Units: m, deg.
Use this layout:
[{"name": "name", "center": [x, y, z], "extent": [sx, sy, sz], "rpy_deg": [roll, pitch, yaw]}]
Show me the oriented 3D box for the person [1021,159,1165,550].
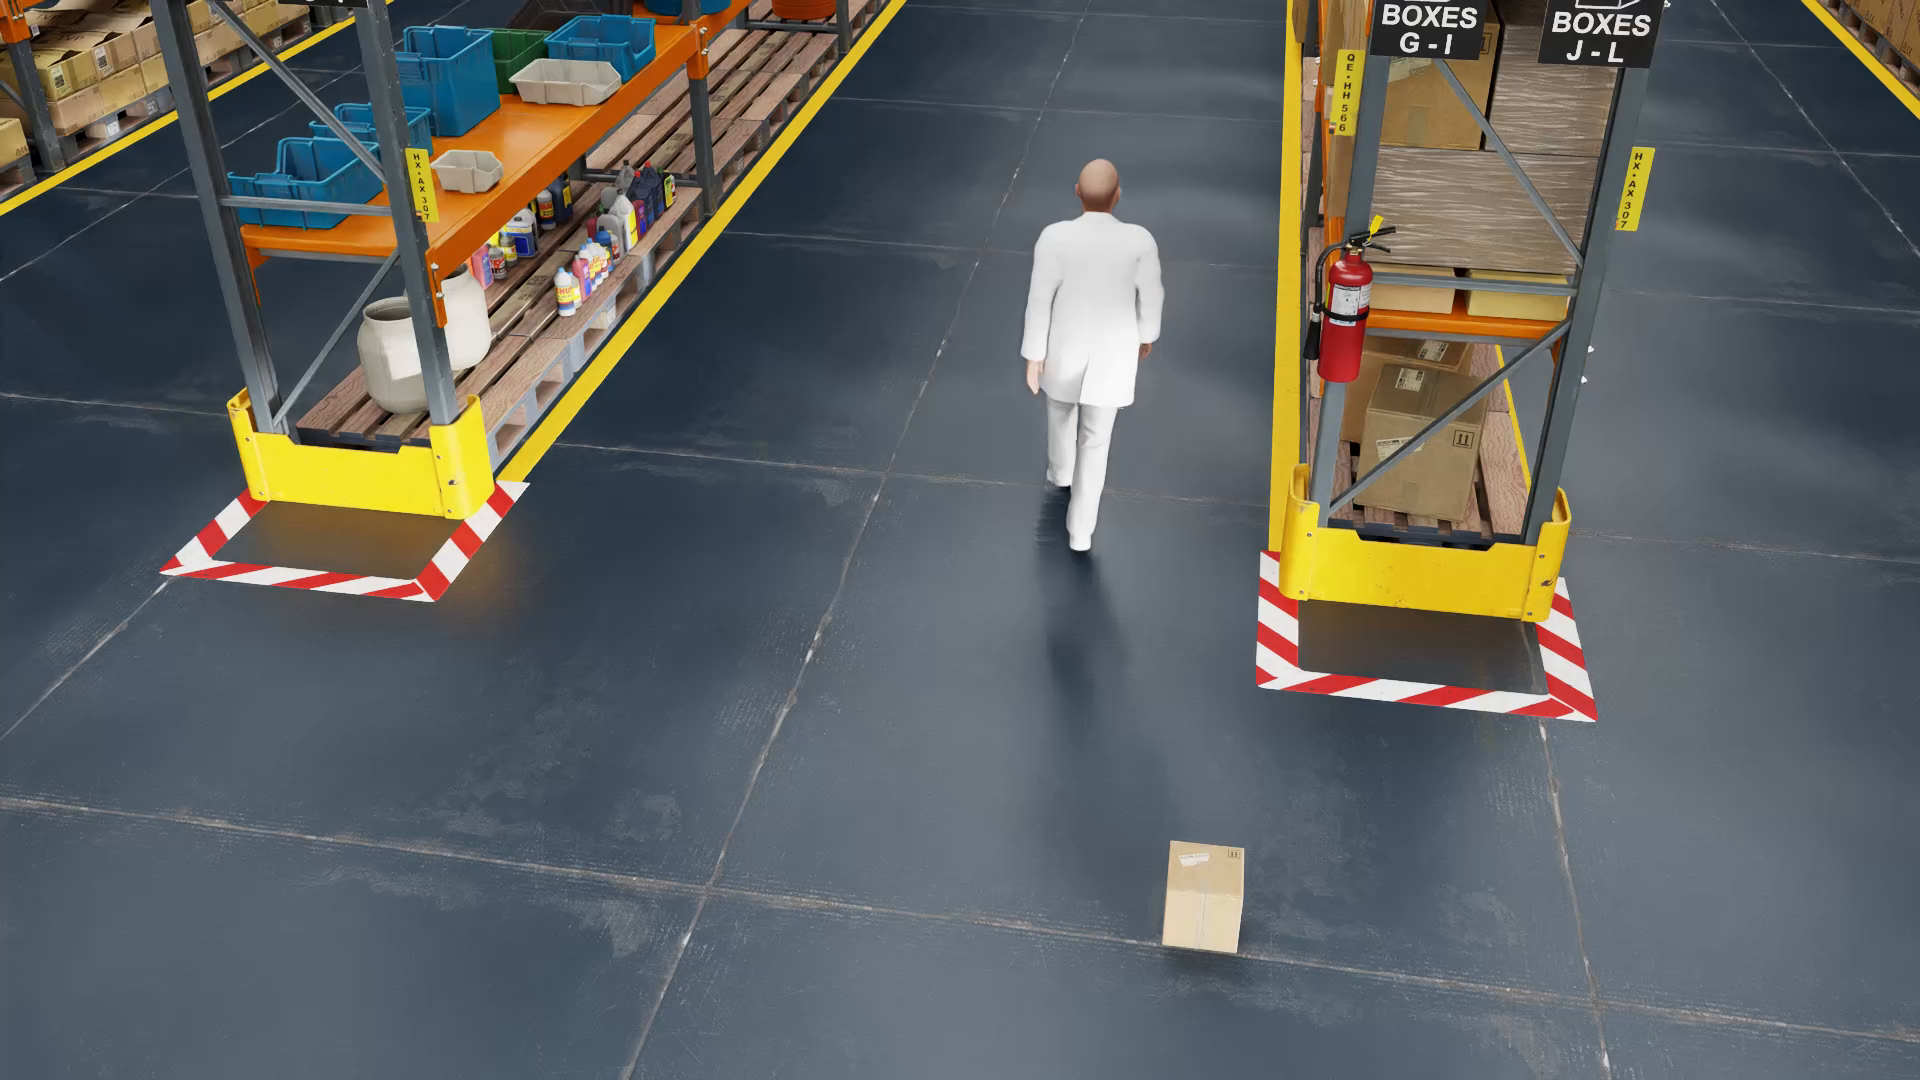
[{"name": "person", "center": [0.599, -0.873, 7.563], "extent": [0.620, 1.806, 0.902], "rpy_deg": [3, 32, 5]}]
